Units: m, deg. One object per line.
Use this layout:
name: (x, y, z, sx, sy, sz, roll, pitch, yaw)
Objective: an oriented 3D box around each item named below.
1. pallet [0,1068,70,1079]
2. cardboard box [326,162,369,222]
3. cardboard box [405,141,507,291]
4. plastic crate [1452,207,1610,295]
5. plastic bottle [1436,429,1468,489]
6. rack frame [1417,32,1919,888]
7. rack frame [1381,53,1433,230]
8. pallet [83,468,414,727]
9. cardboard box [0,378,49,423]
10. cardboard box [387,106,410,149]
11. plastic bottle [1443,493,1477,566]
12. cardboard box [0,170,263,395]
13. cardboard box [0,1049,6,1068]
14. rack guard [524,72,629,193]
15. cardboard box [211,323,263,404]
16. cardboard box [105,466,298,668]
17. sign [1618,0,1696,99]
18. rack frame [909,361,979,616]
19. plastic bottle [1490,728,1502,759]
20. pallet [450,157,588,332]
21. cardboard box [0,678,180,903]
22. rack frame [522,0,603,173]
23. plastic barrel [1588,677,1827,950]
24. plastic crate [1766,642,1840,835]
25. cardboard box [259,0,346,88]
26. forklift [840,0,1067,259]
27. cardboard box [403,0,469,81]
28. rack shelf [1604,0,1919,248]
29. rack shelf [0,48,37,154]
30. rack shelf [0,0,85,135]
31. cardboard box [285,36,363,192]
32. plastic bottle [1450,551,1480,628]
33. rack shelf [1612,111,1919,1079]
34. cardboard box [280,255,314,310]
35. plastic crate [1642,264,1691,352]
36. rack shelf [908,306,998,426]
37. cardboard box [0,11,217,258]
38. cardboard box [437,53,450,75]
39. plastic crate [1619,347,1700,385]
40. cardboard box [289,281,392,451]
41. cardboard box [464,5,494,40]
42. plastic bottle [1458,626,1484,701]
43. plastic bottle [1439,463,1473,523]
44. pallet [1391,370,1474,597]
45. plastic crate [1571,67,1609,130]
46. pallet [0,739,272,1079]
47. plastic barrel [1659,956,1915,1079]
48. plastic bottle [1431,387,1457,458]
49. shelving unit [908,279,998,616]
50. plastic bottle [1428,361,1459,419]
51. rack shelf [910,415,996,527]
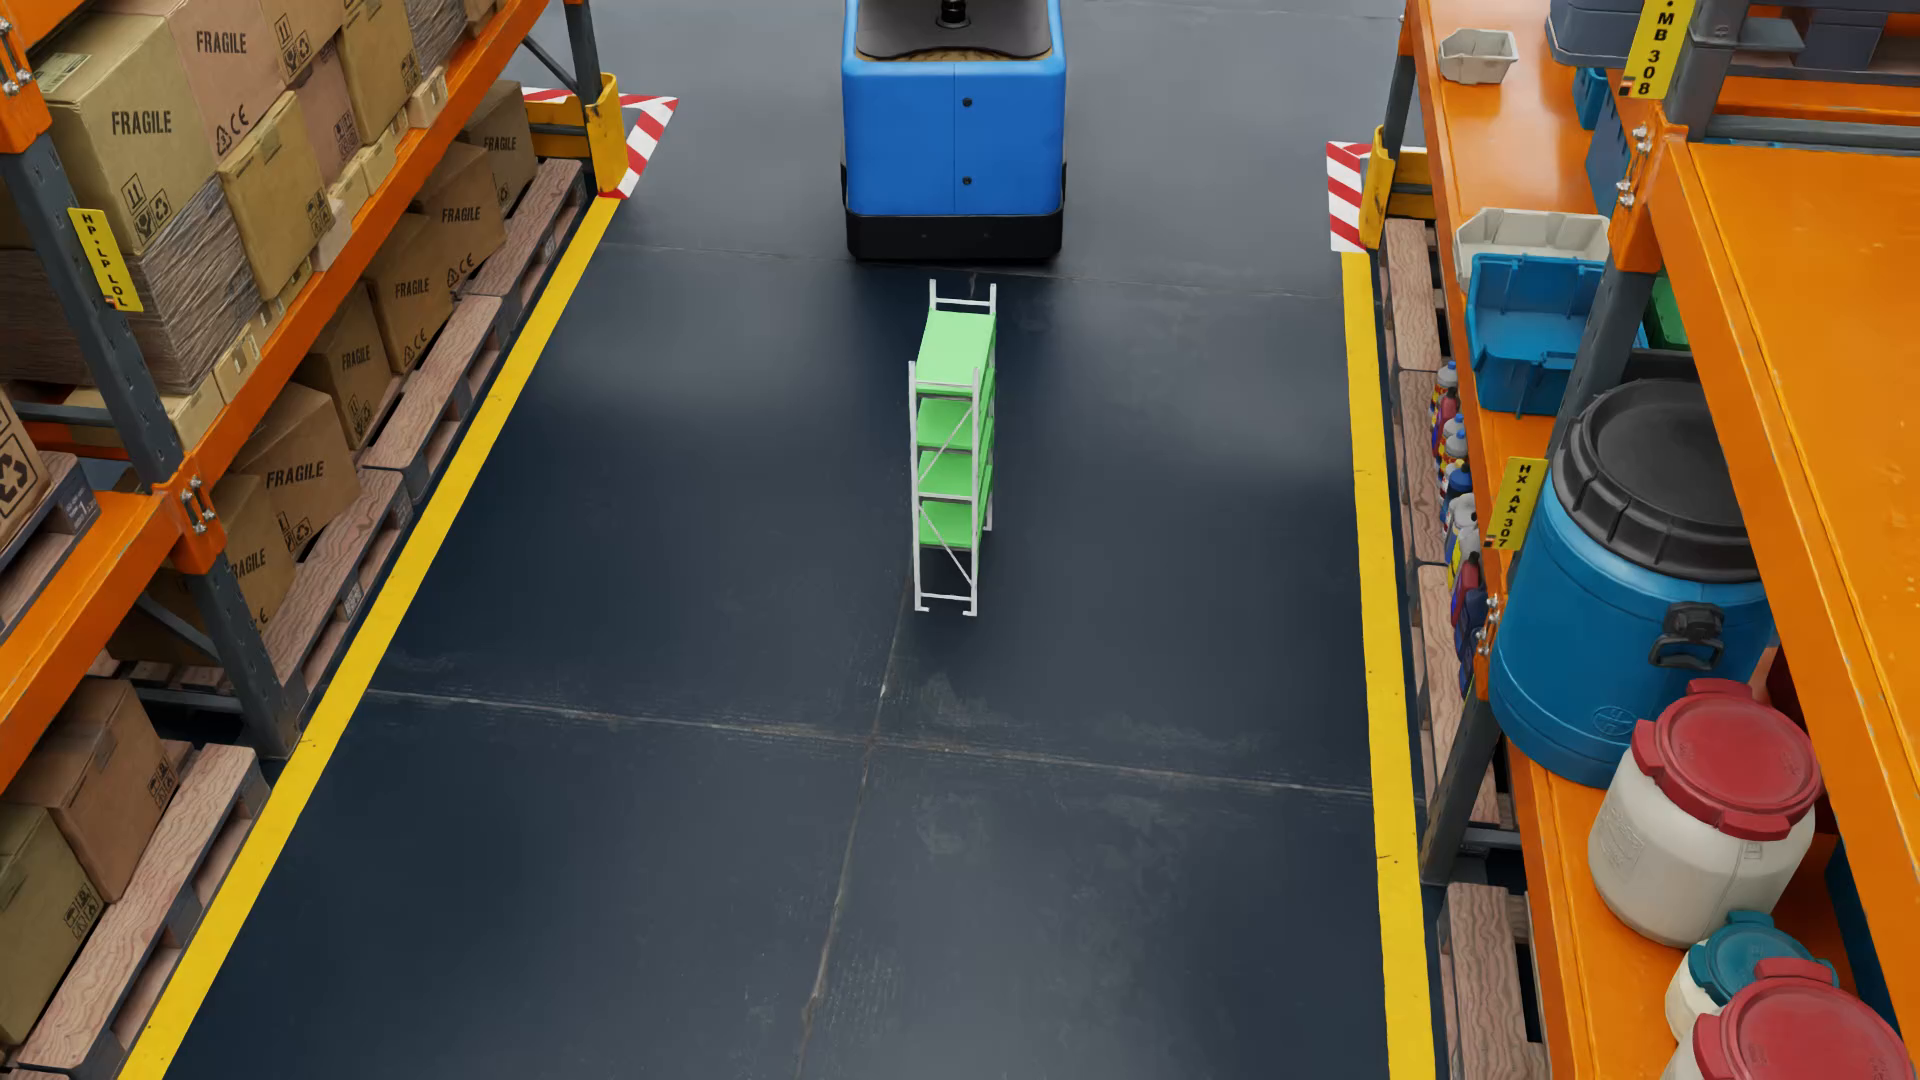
pallet: (-3.136, 1.990, 4.495, 1.003, 0.211, 1.213, 5, 44, 6)
cardboard box: (-2.408, -1.269, 6.092, 0.380, 0.149, 0.250, 5, 44, 6)
cardboard box: (-2.491, -1.524, 7.690, 0.500, 0.500, 0.500, 16, 46, 16)
plastic crate: (1.998, -0.971, 5.786, 0.530, 0.136, 0.437, 5, 44, 6)
plastic bottle: (1.956, -0.323, 6.574, 0.097, 0.271, 0.097, 0, 43, 0)
rack frame: (2.034, 0.063, 4.502, 1.000, 3.000, 0.127, 5, 44, 6)
rack frame: (2.563, -2.663, 7.381, 1.000, 3.000, 0.127, 5, 44, 6)
pallet: (-2.822, 0.164, 6.423, 1.003, 0.211, 1.213, 5, 44, 6)
cardboard box: (-3.138, -0.469, 5.247, 0.380, 0.149, 0.250, 5, 44, 6)
cardboard box: (-2.376, -1.613, 6.455, 0.380, 0.149, 0.250, 5, 44, 6)
plastic bottle: (1.927, -0.034, 6.265, 0.152, 0.276, 0.135, 6, 44, 6)
cardboard box: (-2.755, -0.833, 5.159, 0.875, 0.500, 0.500, 5, 44, 6)
cardboard box: (-3.133, 1.482, 4.501, 0.700, 0.500, 0.500, 2, 43, 2)
rack guard: (-2.357, -2.154, 8.661, 1.175, 0.500, 0.348, 5, 44, 6)
cardboard box: (-2.503, -0.584, 5.368, 0.380, 0.149, 0.250, 5, 44, 6)
cardboard box: (-2.783, 0.099, 5.976, 0.500, 0.500, 0.500, 4, 44, 4)
sign: (1.490, -1.087, 3.528, 0.100, 0.325, 0.005, 5, 44, 6)
rack frame: (-0.054, -0.157, 6.043, 0.240, 1.200, 0.015, 5, 44, 6)
plastic bottle: (1.773, 0.644, 5.604, 0.097, 0.201, 0.097, 0, 43, 0)
pallet: (-2.499, -1.499, 8.179, 1.003, 0.211, 1.213, 5, 44, 6)
cardboard box: (-2.978, 0.777, 5.246, 0.700, 0.500, 0.500, 2, 43, 2)
rack frame: (-2.347, -3.113, 7.856, 1.000, 3.000, 0.127, 5, 44, 6)
plastic barrel: (1.690, 0.646, 3.788, 0.433, 0.535, 0.433, 0, 43, 0)
plastic crate: (2.273, 0.398, 4.102, 0.402, 0.464, 0.583, 5, 44, 6)
cardboard box: (-2.433, -1.860, 5.516, 0.500, 0.500, 0.500, 5, 44, 6)
forklift: (-0.045, -3.423, 8.233, 1.130, 2.935, 3.031, -1, 43, -1)
cardboard box: (-2.503, -2.197, 6.599, 0.875, 0.500, 0.500, 5, 44, 6)
rack shelf: (2.299, -2.128, 5.157, 1.077, 0.370, 4.000, 5, 44, 6)
rack shelf: (-3.140, 0.148, 2.754, 1.077, 0.370, 4.000, 5, 44, 6)
rack shelf: (-2.611, -2.578, 5.633, 1.077, 0.370, 4.000, 5, 44, 6)
cardboard box: (-2.687, -1.520, 5.885, 0.875, 0.500, 0.500, 5, 44, 6)
plastic bottle: (1.839, 0.179, 6.035, 0.061, 0.283, 0.133, 8, 44, 8)
rack shelf: (1.770, 0.598, 2.278, 1.077, 0.370, 4.000, 5, 44, 6)
cardboard box: (-2.474, -0.929, 5.732, 0.380, 0.149, 0.250, 5, 44, 6)
plastic crate: (2.493, -0.760, 5.525, 0.450, 0.188, 0.662, 5, 44, 6)
rack shelf: (-0.022, -0.625, 5.932, 0.258, 0.148, 0.480, 5, 44, 6)
cardboard box: (-2.564, -1.178, 4.796, 0.500, 0.500, 0.500, 5, 44, 6)
cardboard box: (-2.329, -1.956, 6.817, 0.380, 0.149, 0.250, 5, 44, 6)
plastic crate: (2.229, -0.260, 4.888, 0.767, 0.338, 0.504, 5, 44, 6)
cardboard box: (-2.710, -0.722, 6.844, 0.500, 0.500, 0.500, 2, 43, 2)
cardboard box: (-2.244, -2.295, 7.175, 0.380, 0.149, 0.250, 5, 44, 6)
plastic bottle: (1.834, 0.400, 5.753, 0.144, 0.351, 0.185, 4, 44, 4)
plastic bottle: (1.929, -0.185, 6.428, 0.097, 0.271, 0.097, 0, 43, 0)
pallet: (2.323, -0.212, 6.821, 1.003, 0.211, 1.213, 5, 44, 6)
plastic crate: (2.702, -1.799, 6.576, 0.499, 0.251, 0.408, 5, 44, 6)
pallet: (-2.977, 1.156, 5.376, 1.003, 0.211, 1.213, 5, 44, 6)
plastic barrel: (1.593, 1.146, 3.260, 0.433, 0.535, 0.433, 0, 43, 0)
plastic bottle: (1.966, -0.477, 6.727, 0.061, 0.283, 0.133, 6, 44, 6)
shelving unit: (-0.022, -0.323, 6.218, 0.258, 1.200, 0.503, 5, 44, 6)
plastic bottle: (2.014, -0.625, 6.893, 0.097, 0.271, 0.097, 0, 43, 0)
rack shelf: (-0.022, -0.276, 6.262, 0.258, 0.148, 0.480, 5, 44, 6)
